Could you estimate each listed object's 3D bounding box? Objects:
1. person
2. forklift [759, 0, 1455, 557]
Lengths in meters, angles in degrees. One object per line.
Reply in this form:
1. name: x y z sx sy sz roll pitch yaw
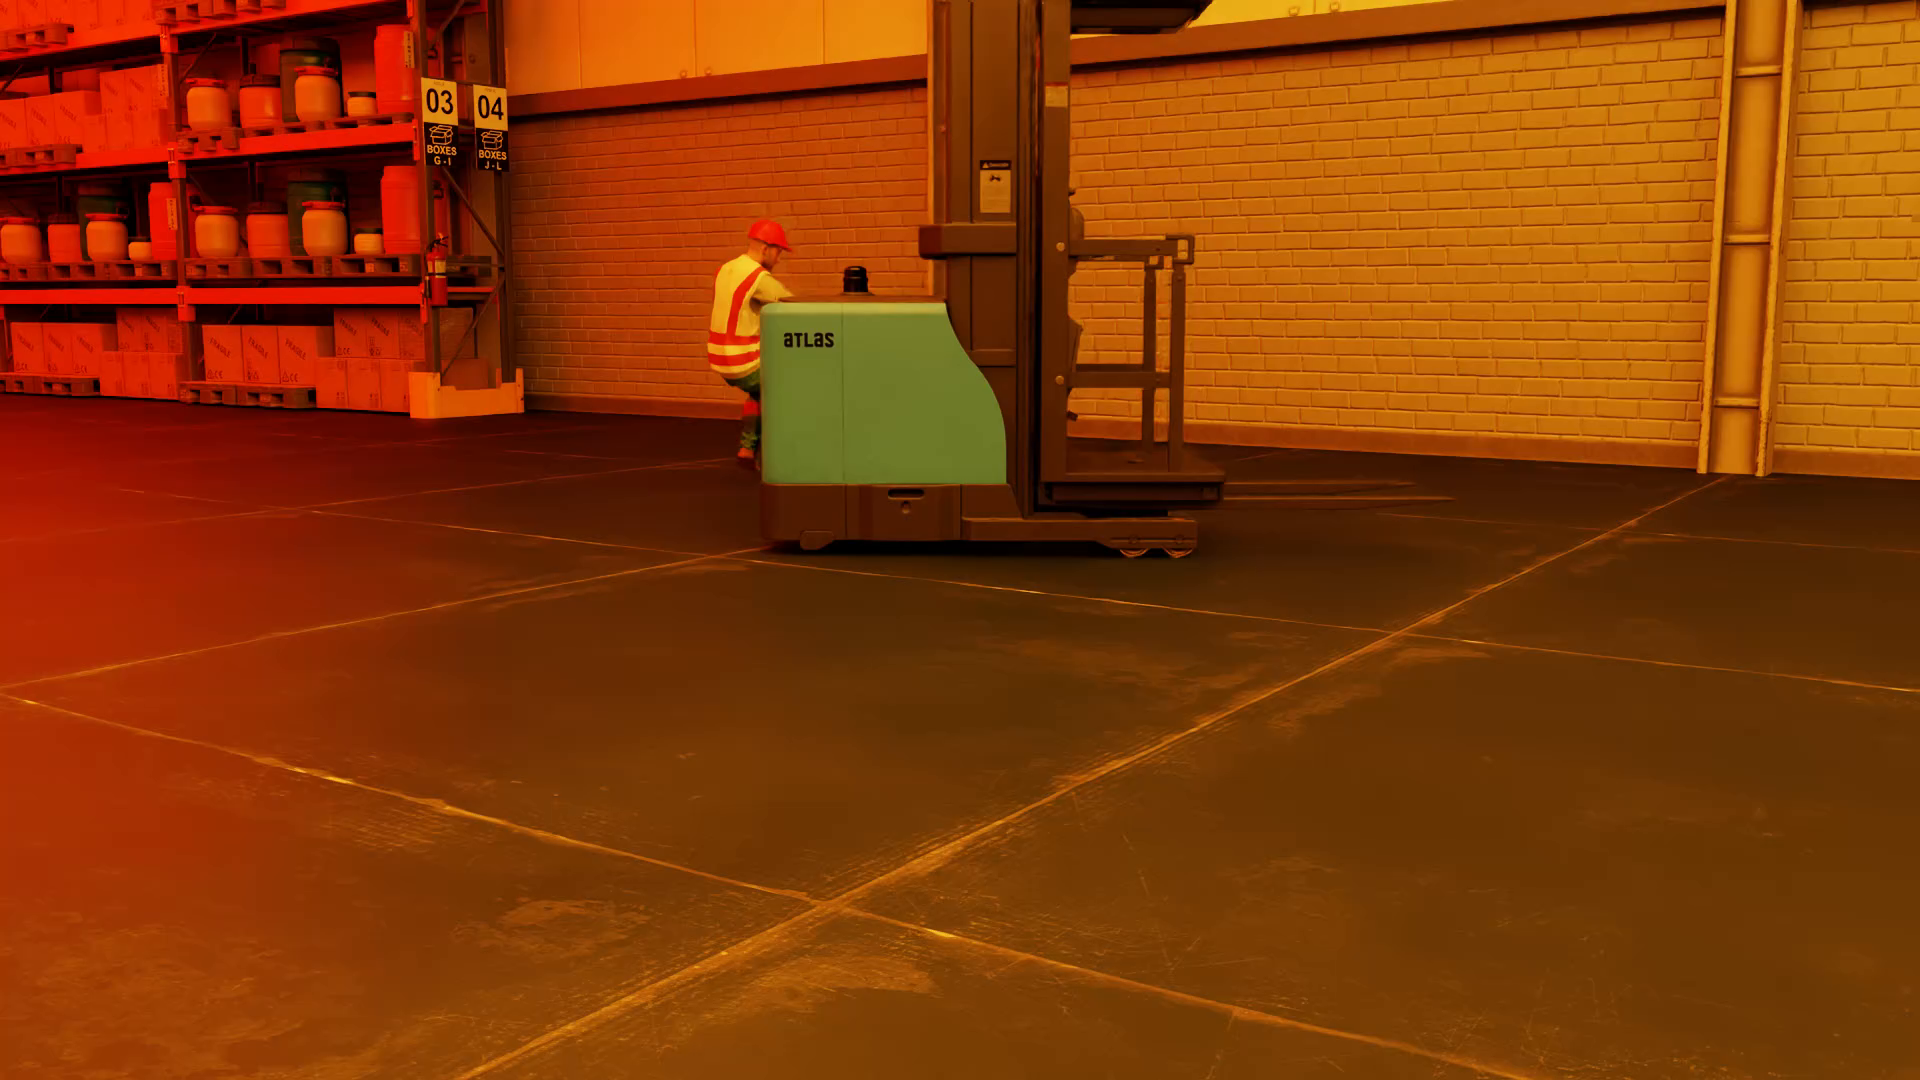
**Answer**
1. person: -1.111 -1.117 9.952 0.787 1.557 1.010 -6 10 -36
2. forklift: 0.647 -1.453 7.413 3.031 2.935 1.130 0 8 0
